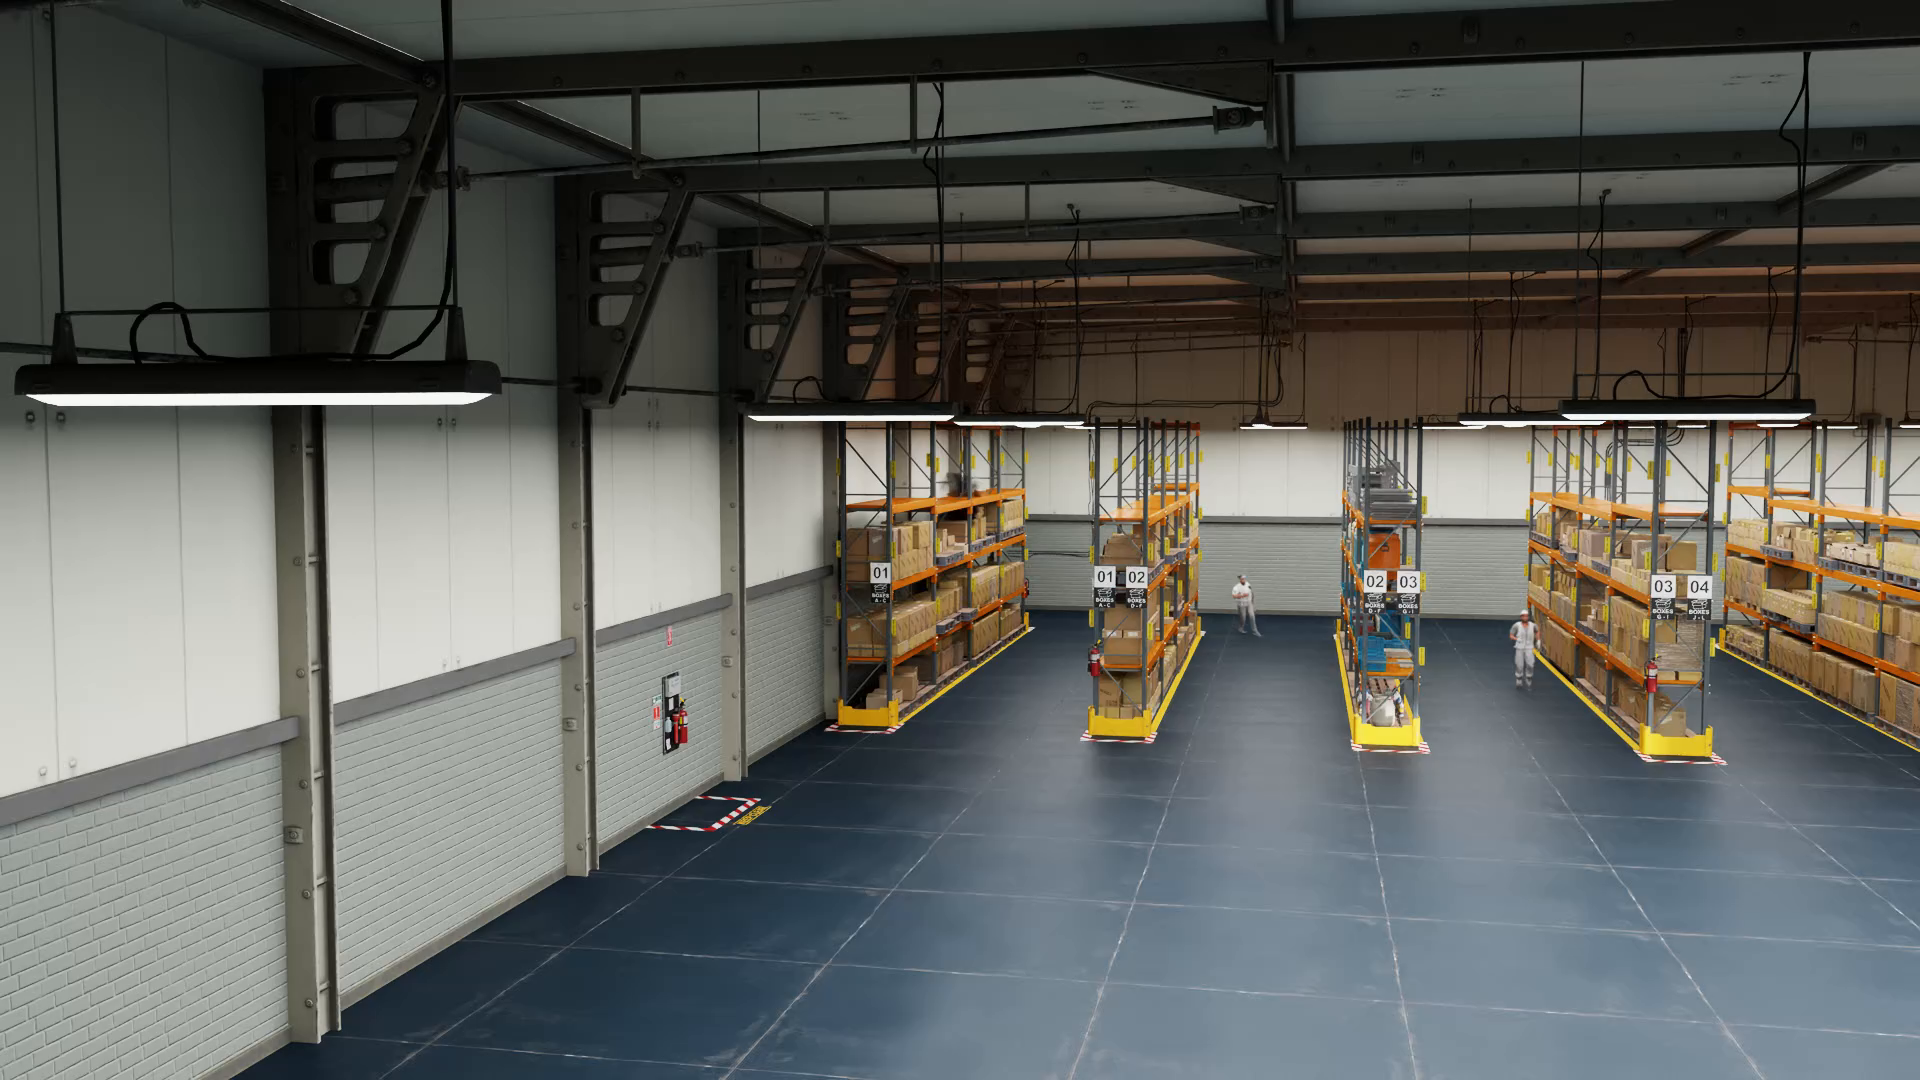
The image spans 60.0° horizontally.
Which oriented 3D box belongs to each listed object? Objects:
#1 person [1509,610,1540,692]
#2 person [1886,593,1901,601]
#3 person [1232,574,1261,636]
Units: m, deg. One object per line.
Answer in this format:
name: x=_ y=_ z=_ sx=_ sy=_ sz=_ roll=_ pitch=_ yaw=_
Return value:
person: x=12.492 y=2.463 z=36.758 sx=0.687 sy=1.850 sz=0.742 roll=1 pitch=4 yaw=11
person: x=25.024 y=1.966 z=44.611 sx=0.707 sy=1.777 sz=0.728 roll=1 pitch=4 yaw=16
person: x=7.954 y=1.804 z=46.701 sx=0.706 sy=1.737 sz=0.963 roll=-1 pitch=4 yaw=-18
